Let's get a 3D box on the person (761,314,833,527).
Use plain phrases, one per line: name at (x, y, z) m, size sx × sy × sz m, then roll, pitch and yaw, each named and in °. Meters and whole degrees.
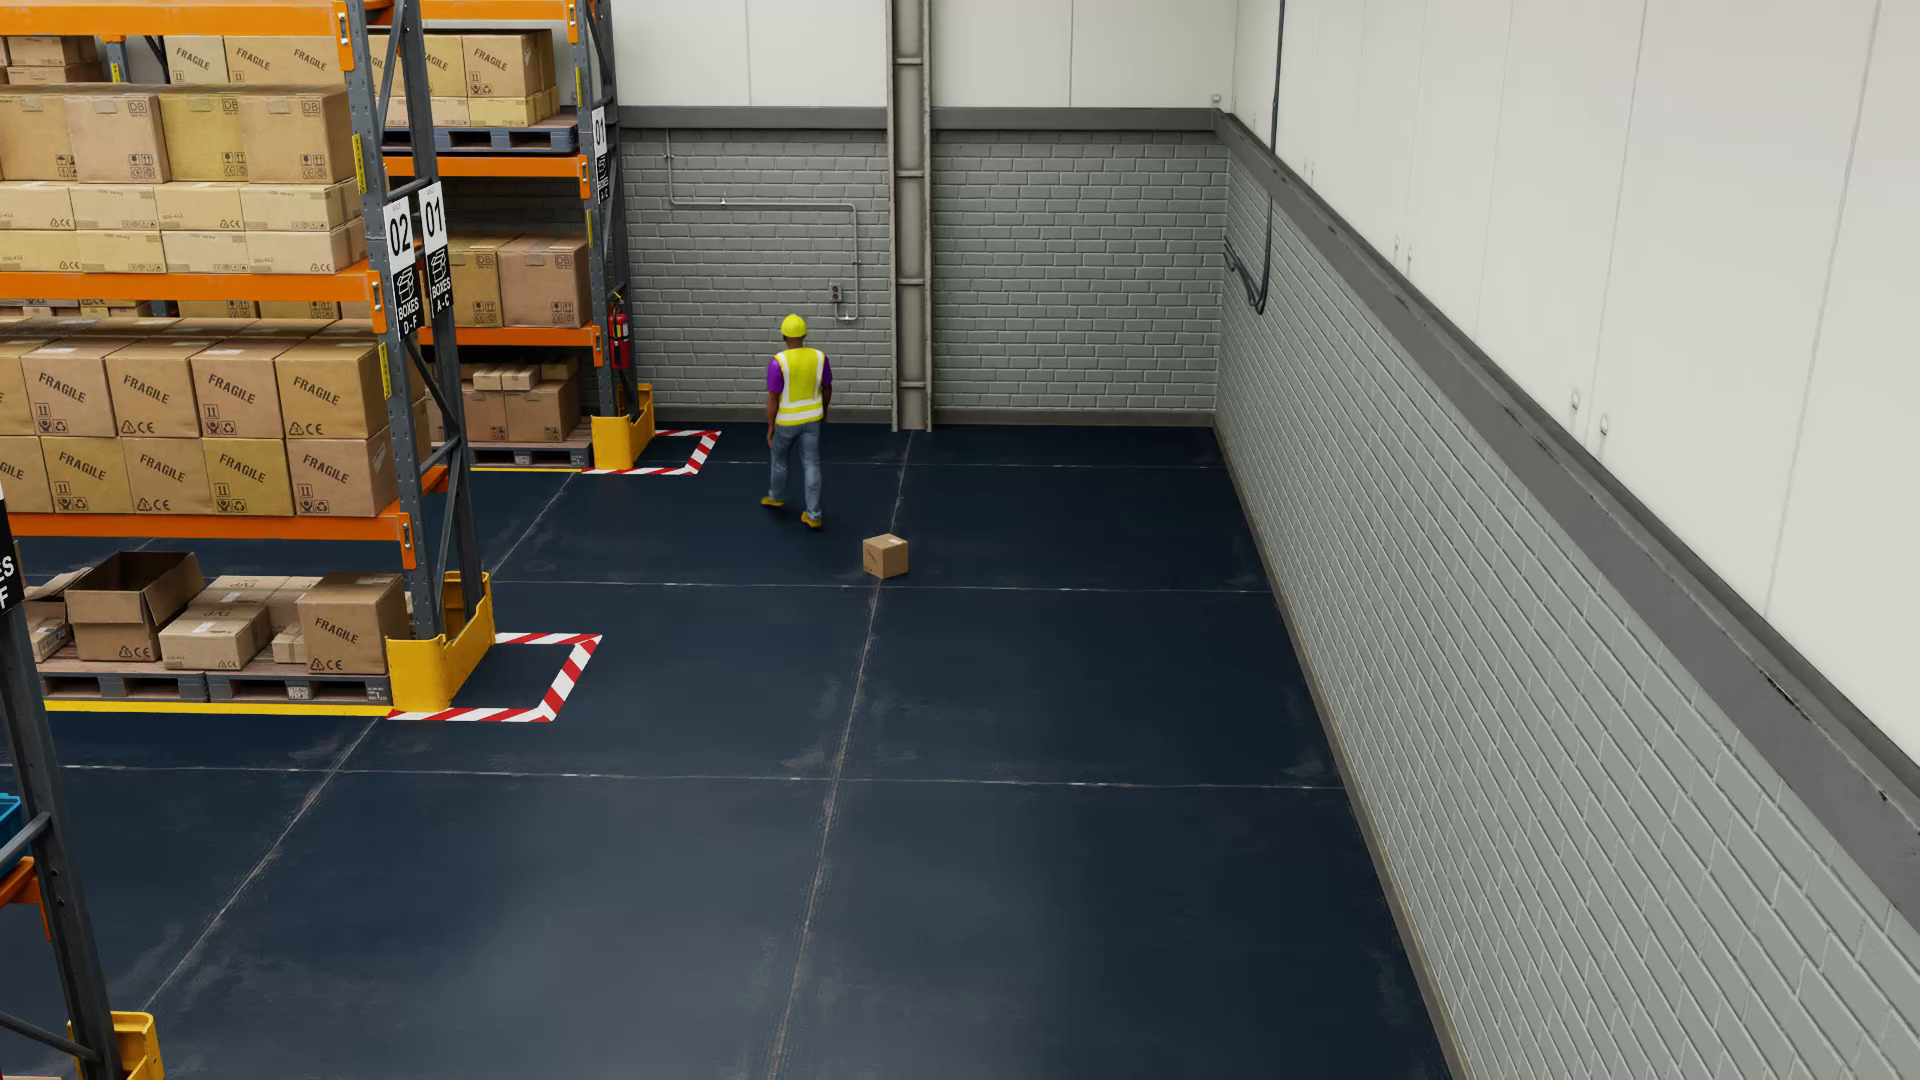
person at (-1.362, -1.032, 13.738) m, size 0.626 × 1.737 × 0.918 m, roll -9°, pitch 22°, yaw -21°
